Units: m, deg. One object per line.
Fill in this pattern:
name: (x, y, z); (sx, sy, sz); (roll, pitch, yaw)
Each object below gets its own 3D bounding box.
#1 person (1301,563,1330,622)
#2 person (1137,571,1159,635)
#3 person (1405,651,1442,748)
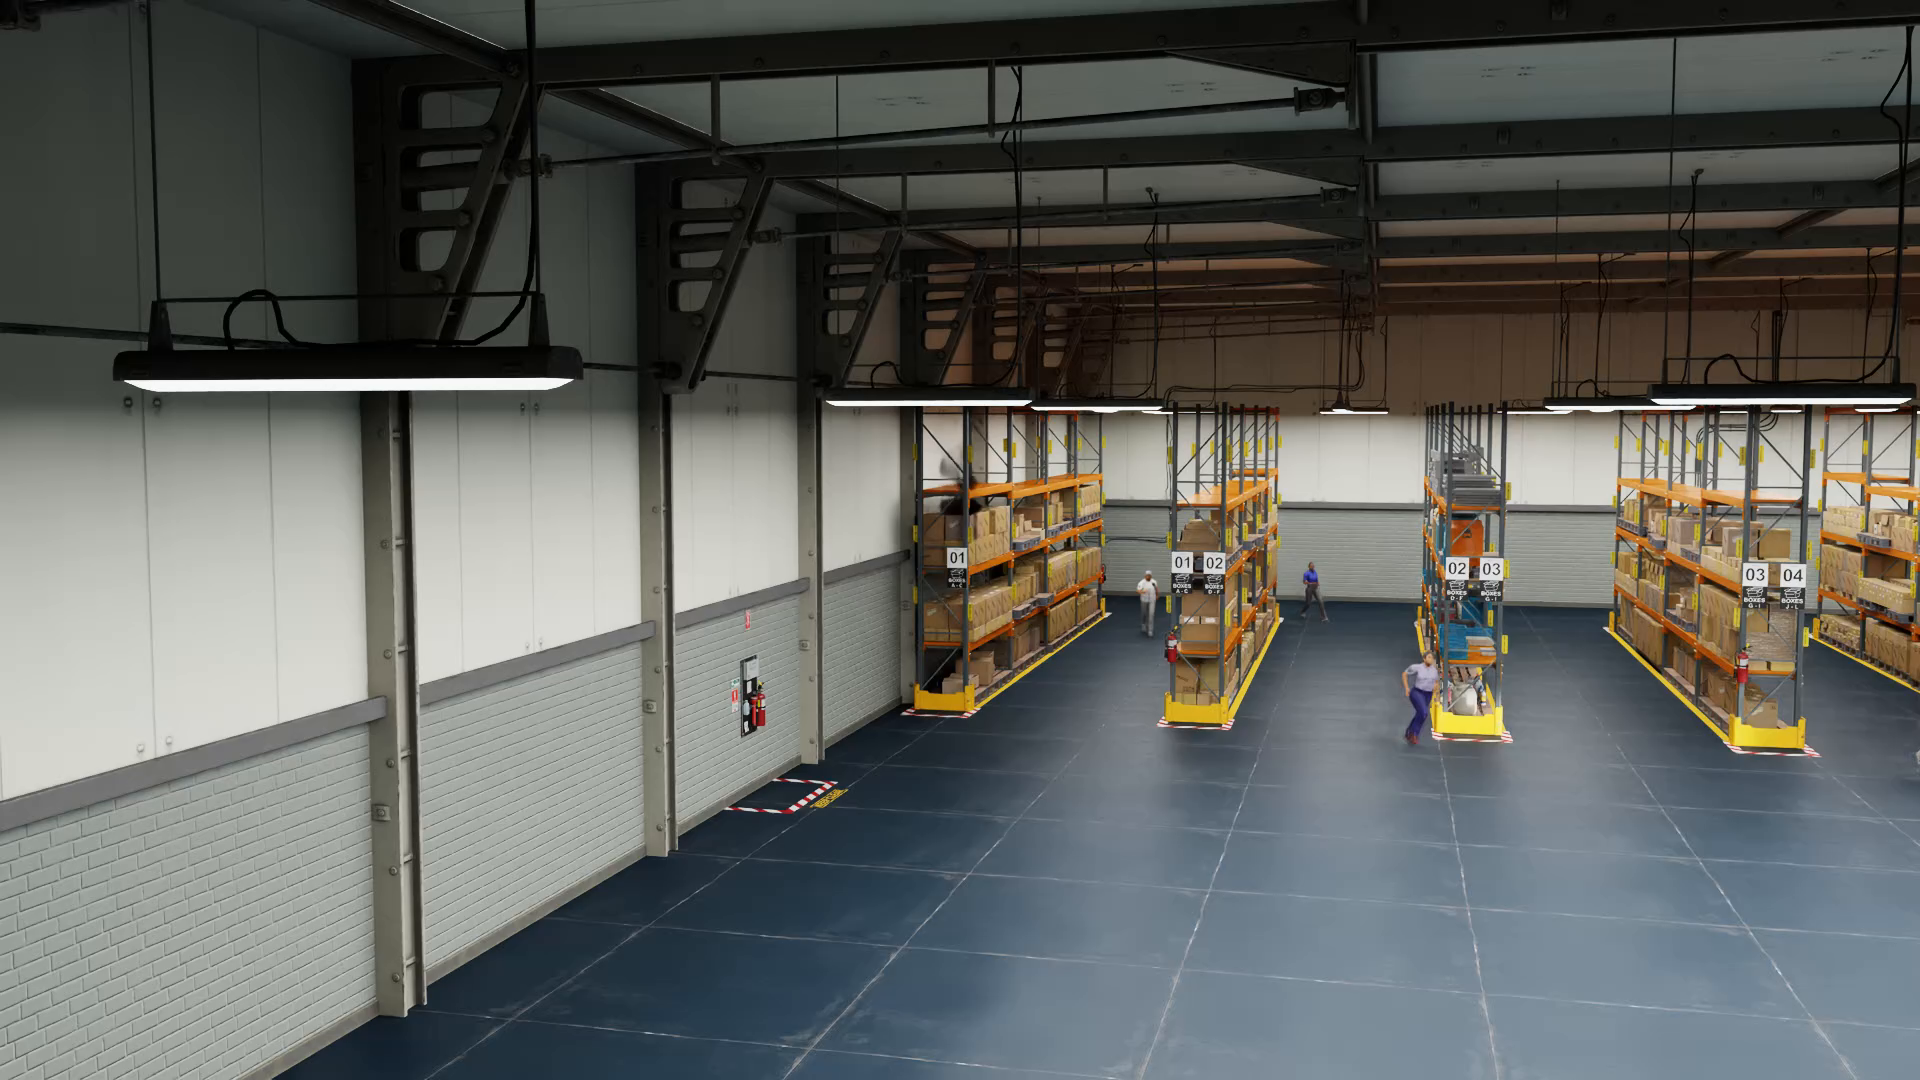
person: (9.930, 1.459, 46.789); (0.603, 1.651, 0.929); (-2, 5, -21)
person: (4.952, 1.636, 43.805); (0.604, 1.656, 0.934); (0, 4, 1)
person: (8.151, 2.772, 29.209); (0.643, 1.617, 0.697); (-2, 5, -20)
